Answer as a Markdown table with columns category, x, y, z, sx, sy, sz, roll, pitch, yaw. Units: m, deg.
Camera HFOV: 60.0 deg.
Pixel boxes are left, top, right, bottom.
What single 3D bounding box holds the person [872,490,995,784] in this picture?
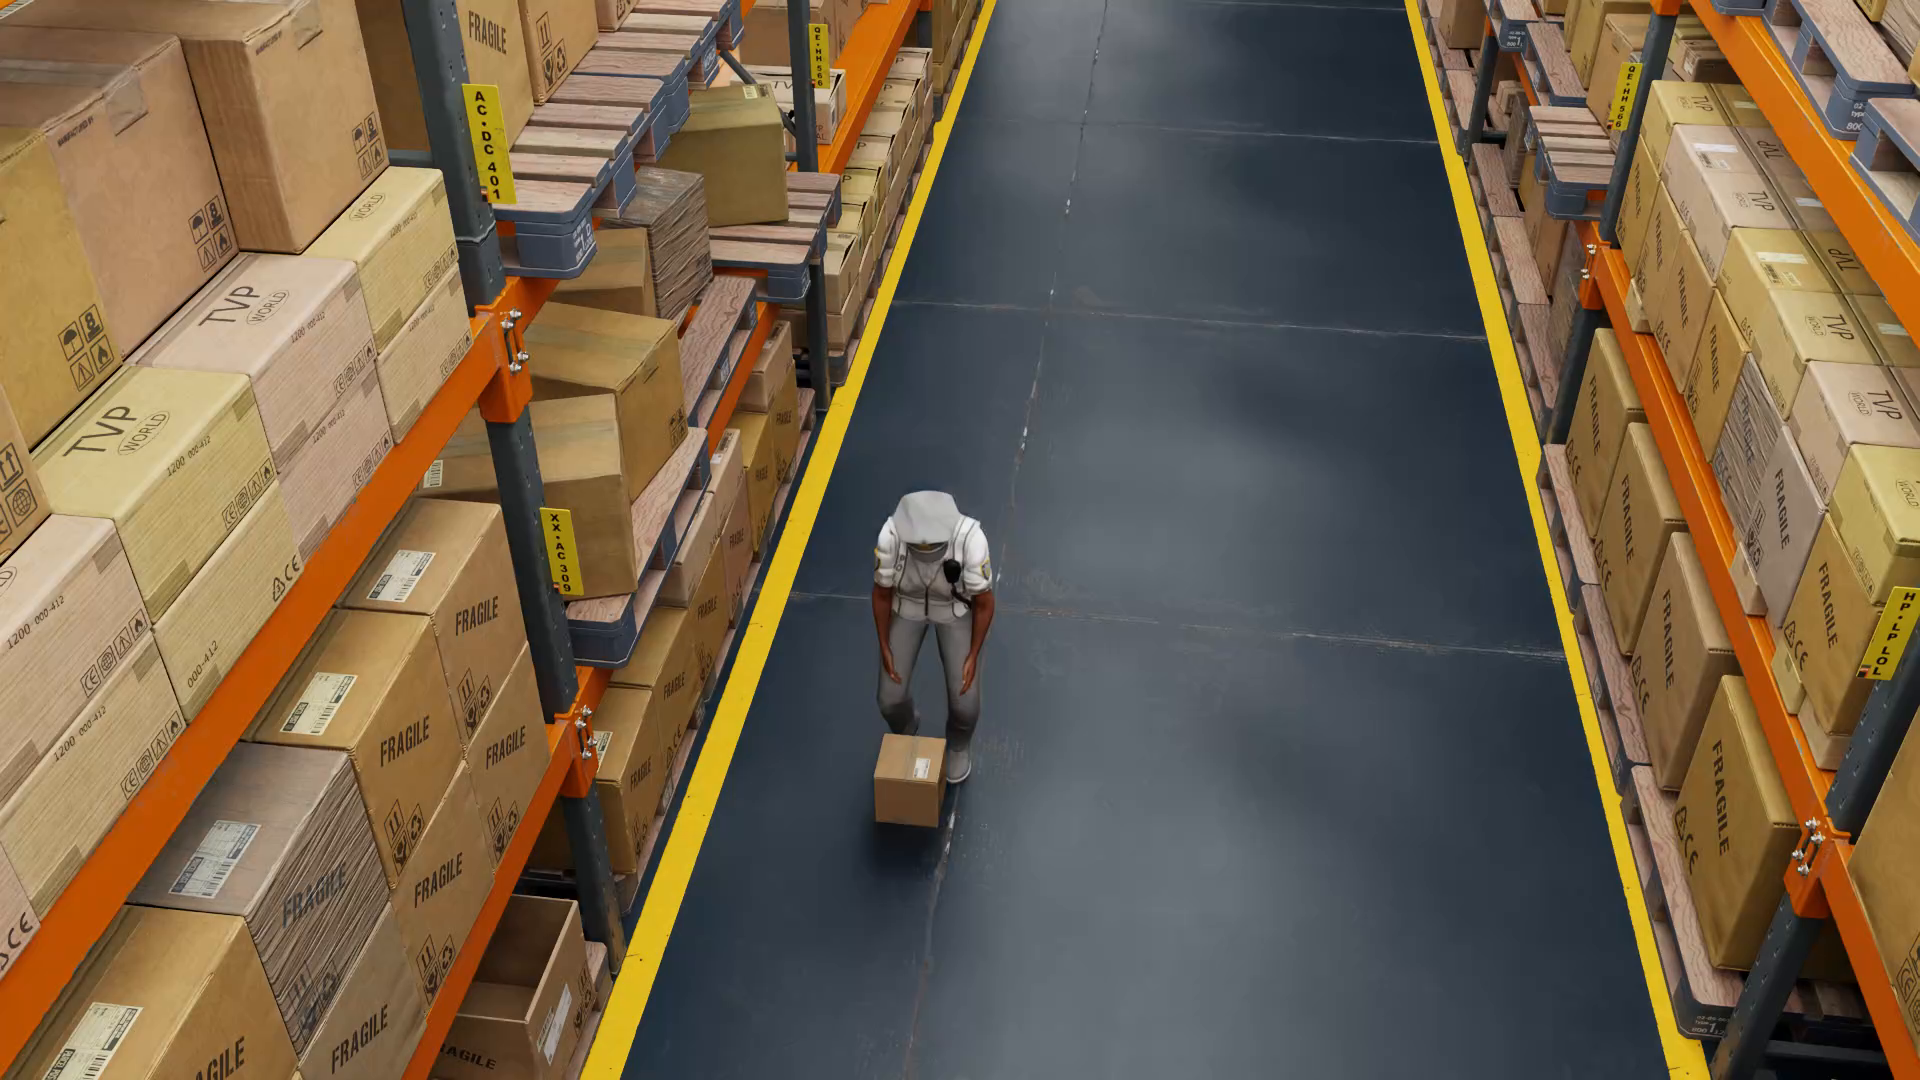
| category | x | y | z | sx | sy | sz | roll | pitch | yaw |
| --- | --- | --- | --- | --- | --- | --- | --- | --- | --- |
| person | -0.100 | 0.362 | 6.707 | 0.490 | 1.487 | 0.628 | 5 | 37 | 7 |
